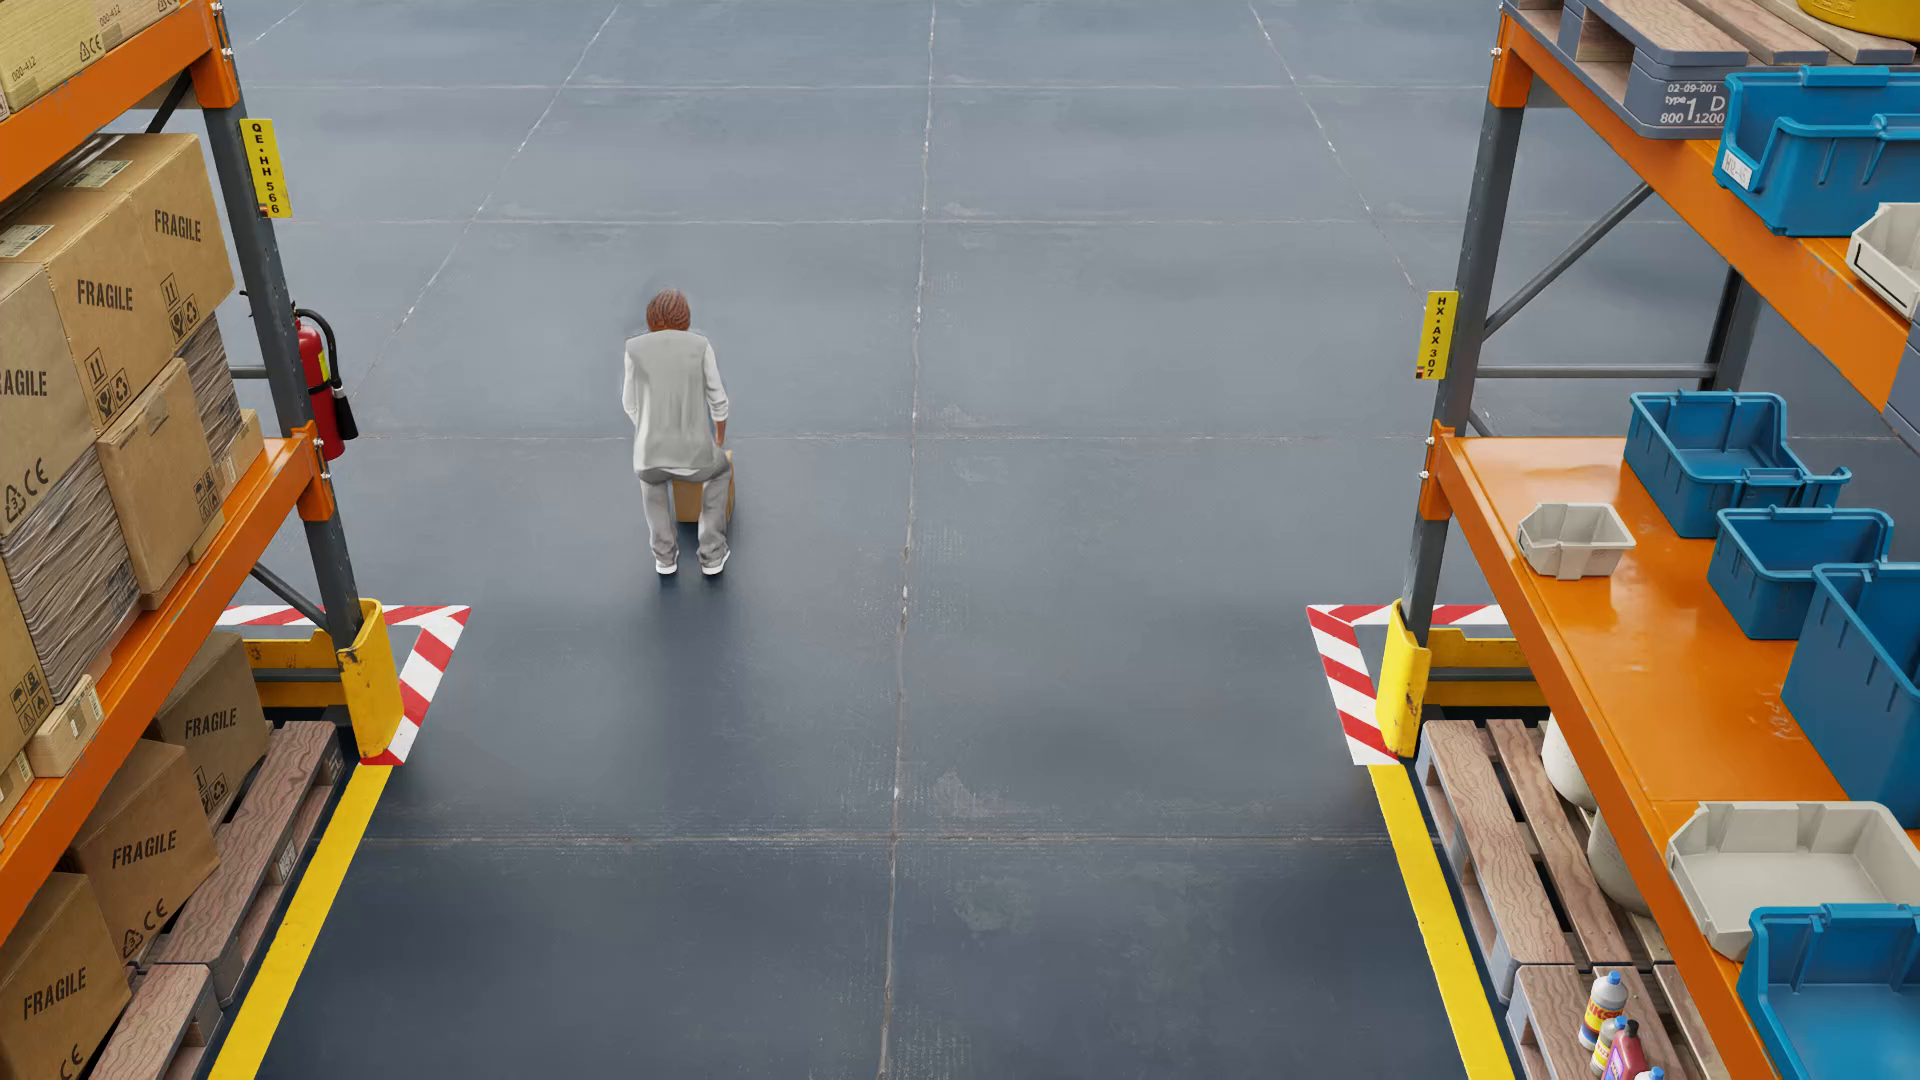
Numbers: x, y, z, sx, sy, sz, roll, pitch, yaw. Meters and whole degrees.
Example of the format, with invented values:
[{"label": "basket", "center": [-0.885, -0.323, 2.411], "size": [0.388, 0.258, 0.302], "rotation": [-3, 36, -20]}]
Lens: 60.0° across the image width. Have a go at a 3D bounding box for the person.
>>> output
[{"label": "person", "center": [-1.212, -0.505, 7.347], "size": [0.383, 1.186, 0.833], "rotation": [-1, 32, -2]}]
